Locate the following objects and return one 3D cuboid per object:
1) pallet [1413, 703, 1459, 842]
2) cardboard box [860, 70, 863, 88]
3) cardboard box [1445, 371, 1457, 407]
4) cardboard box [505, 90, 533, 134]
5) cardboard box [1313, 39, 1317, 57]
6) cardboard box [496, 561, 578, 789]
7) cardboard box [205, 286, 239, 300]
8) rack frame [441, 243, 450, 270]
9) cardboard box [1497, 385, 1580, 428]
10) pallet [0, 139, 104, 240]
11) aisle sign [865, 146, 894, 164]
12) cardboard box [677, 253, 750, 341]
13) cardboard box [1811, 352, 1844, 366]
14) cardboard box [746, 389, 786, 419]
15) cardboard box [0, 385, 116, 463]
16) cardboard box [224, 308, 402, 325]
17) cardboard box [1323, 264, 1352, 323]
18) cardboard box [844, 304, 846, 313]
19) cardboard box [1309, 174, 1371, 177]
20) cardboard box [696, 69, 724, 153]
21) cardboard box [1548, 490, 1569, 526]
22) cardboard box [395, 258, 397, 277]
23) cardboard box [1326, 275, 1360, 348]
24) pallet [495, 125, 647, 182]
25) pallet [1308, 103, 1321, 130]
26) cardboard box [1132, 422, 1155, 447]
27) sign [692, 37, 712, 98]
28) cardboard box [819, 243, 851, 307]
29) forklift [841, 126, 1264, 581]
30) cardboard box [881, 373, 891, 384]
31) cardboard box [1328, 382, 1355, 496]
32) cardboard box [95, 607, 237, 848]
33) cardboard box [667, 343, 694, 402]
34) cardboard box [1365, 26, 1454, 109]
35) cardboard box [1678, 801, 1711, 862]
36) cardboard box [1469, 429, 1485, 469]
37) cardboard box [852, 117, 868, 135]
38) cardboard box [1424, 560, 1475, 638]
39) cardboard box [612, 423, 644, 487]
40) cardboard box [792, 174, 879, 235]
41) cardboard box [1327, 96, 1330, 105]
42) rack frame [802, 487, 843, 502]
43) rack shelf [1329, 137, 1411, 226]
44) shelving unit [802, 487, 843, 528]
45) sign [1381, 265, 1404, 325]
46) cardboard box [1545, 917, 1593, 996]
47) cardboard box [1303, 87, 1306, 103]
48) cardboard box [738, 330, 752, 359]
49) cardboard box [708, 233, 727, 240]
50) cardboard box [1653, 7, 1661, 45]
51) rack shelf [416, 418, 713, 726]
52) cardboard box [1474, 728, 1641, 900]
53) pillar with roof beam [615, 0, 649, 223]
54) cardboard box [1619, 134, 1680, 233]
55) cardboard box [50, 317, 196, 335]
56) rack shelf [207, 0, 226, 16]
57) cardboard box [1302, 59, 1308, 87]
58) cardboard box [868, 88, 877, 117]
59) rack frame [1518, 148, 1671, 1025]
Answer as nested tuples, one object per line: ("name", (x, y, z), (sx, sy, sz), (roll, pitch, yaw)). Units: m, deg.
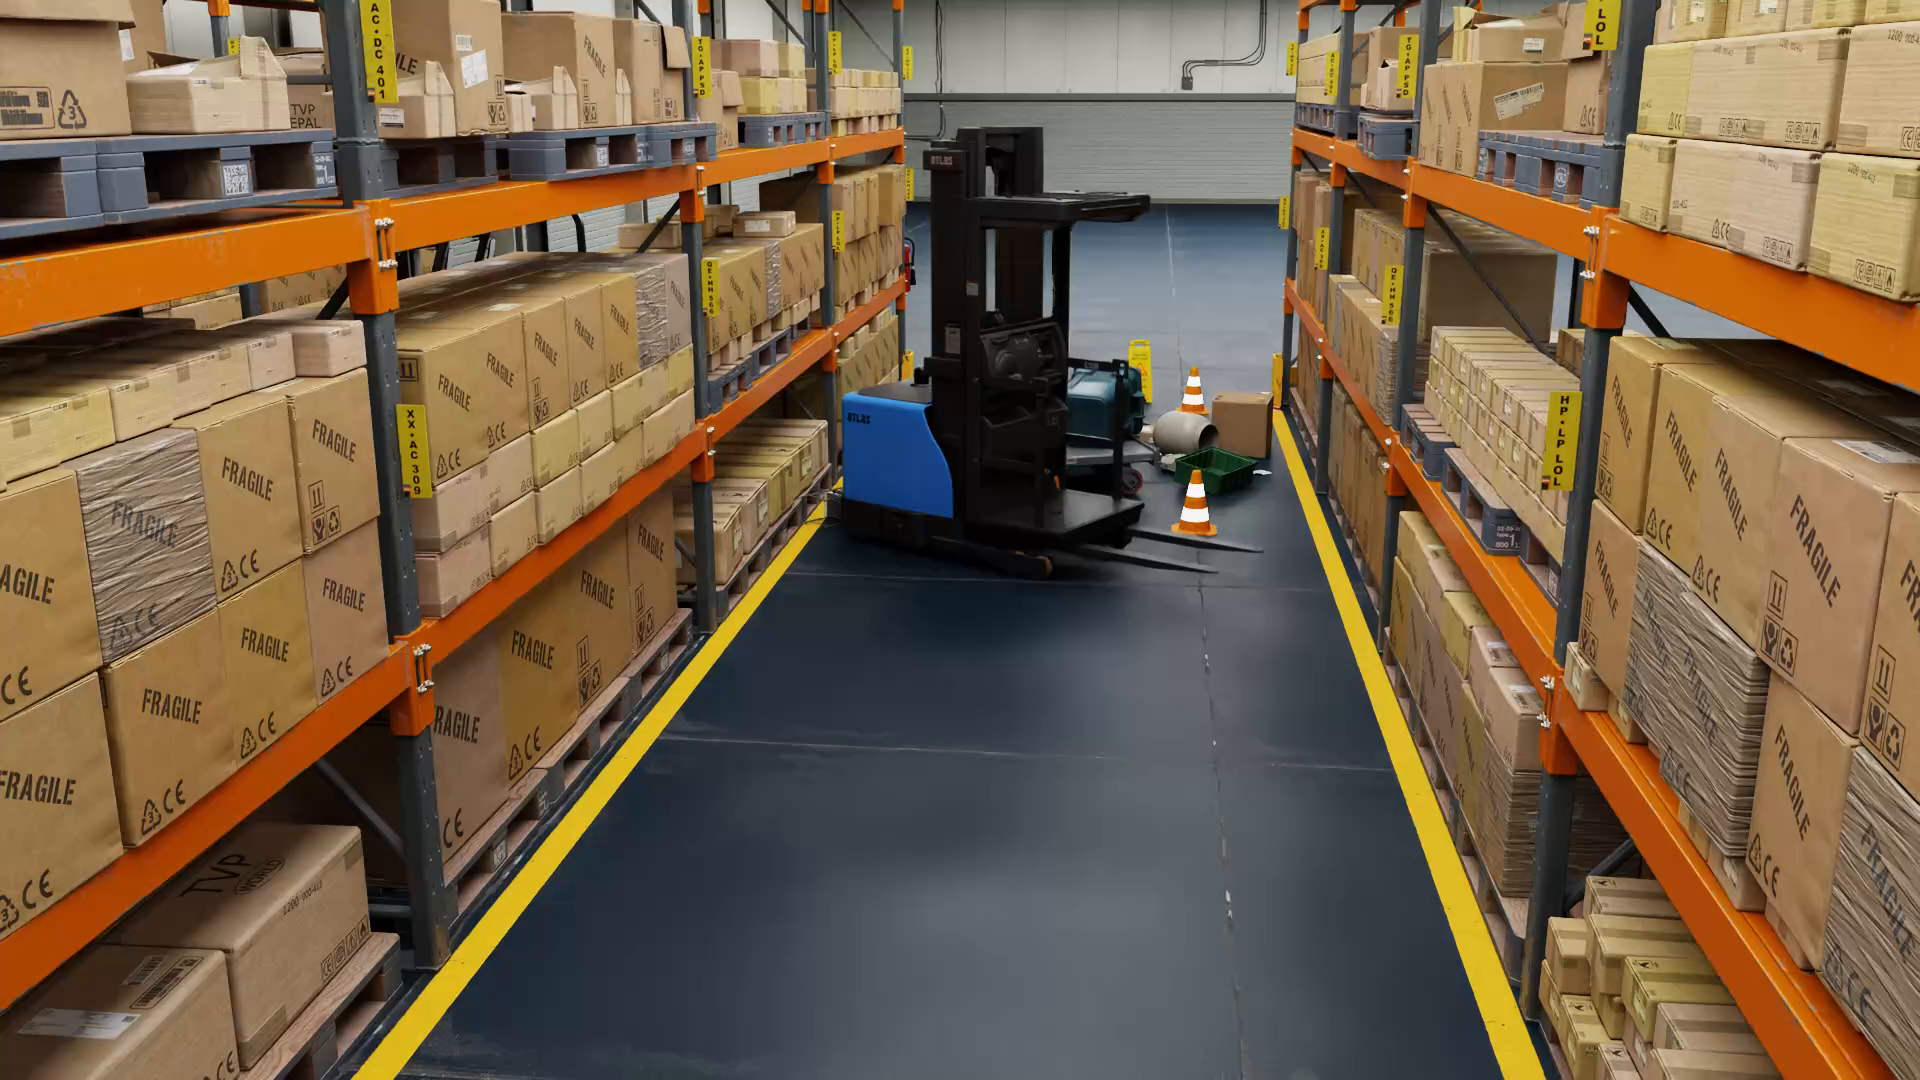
("pallet", (2.718, 1.082, 7.756), (1.003, 0.211, 1.213), (2, 15, 6))
("cardboard box", (-1.077, -4.129, 14.892), (0.380, 0.149, 0.250), (2, 15, 7))
("cardboard box", (2.639, -0.748, 8.289), (0.380, 0.149, 0.250), (1, 15, 5))
("cardboard box", (-1.943, -1.720, 6.674), (0.380, 0.166, 0.250), (1, 15, 2))
("cardboard box", (3.324, -4.347, 14.701), (0.380, 0.149, 0.250), (2, 15, 7))
("cardboard box", (-2.348, 0.561, 7.608), (0.875, 0.875, 0.875), (2, 15, 8))
("cardboard box", (-6.264, -2.119, 13.580), (0.500, 0.250, 0.500), (1, 15, 5))
("rack frame", (-6.012, -3.122, 17.961), (1.000, 3.000, 0.127), (2, 15, 6))
("cardboard box", (2.496, -0.561, 7.029), (0.380, 0.149, 0.250), (1, 15, 4))
("pallet", (-2.676, -0.742, 3.584), (1.003, 0.211, 1.213), (2, 15, 6))
("aisle sign", (-0.784, -4.239, 17.113), (0.394, 0.787, 0.004), (2, 15, 6))
("cardboard box", (-1.649, -1.542, 10.551), (0.500, 0.500, 0.500), (2, 15, 9))
("cardboard box", (2.712, -0.290, 4.809), (0.500, 0.500, 0.500), (1, 15, 4))
("cardboard box", (-1.730, -1.338, 14.391), (0.500, 0.500, 0.500), (1, 15, 5))
("cardboard box", (-2.359, -0.290, 4.137), (0.380, 0.149, 0.250), (1, 15, 5))
("cardboard box", (-2.581, -0.653, 6.724), (0.500, 0.500, 0.500), (2, 15, 7))
("cardboard box", (3.429, -1.988, 13.481), (0.875, 0.550, 0.550), (2, 15, 6))
("cardboard box", (-1.200, -2.027, 14.394), (0.380, 0.149, 0.250), (2, 15, 6))
("cardboard box", (3.800, -3.210, 15.932), (0.875, 0.550, 0.550), (2, 15, 6))
("cardboard box", (-1.865, -2.644, 10.254), (0.700, 0.500, 0.500), (2, 15, 6))
("cardboard box", (2.374, -0.147, 6.067), (0.380, 0.149, 0.250), (2, 15, 7))
("cardboard box", (-5.931, -2.768, 16.460), (0.500, 0.500, 0.500), (1, 15, 5))
("cardboard box", (3.073, -1.740, 12.657), (0.500, 0.500, 0.500), (2, 15, 7))
("pallet", (-2.125, -1.800, 7.688), (1.003, 0.211, 1.213), (2, 15, 9))
("pallet", (3.642, -3.752, 14.716), (1.003, 0.211, 1.213), (2, 15, 6))
("cardboard box", (1.763, -1.000, 15.352), (0.396, 0.266, 0.258), (4, 16, 16))
("sign", (-1.431, -2.619, 9.213), (0.100, 0.325, 0.005), (2, 15, 6))
("cardboard box", (-1.204, -2.237, 13.927), (0.500, 0.500, 0.500), (2, 15, 6))
("forklift", (0.612, -1.299, 11.352), (3.031, 2.935, 1.130), (11, 19, 35))
("cardboard box", (-0.969, -1.500, 16.428), (0.500, 0.250, 0.500), (2, 15, 6))
("cardboard box", (3.419, -0.773, 12.779), (1.050, 0.750, 0.750), (2, 15, 6))
("cardboard box", (-2.326, 0.480, 4.451), (0.500, 0.500, 0.500), (1, 15, 5))
("cardboard box", (-1.784, -0.938, 9.213), (0.500, 0.250, 0.500), (2, 15, 6))
("cardboard box", (2.866, -2.989, 10.534), (0.500, 0.500, 0.500), (2, 15, 6))
("cardboard box", (2.076, 0.714, 4.257), (0.380, 0.149, 0.250), (2, 15, 7))
("cardboard box", (2.549, -0.410, 7.608), (0.380, 0.149, 0.250), (2, 15, 7))
("cardboard box", (-1.019, -3.671, 14.728), (0.380, 0.149, 0.250), (1, 15, 5))
("cardboard box", (2.504, 0.291, 7.888), (0.500, 0.250, 0.500), (2, 15, 7))
("cardboard box", (-1.896, -0.428, 8.284), (0.500, 0.250, 0.500), (2, 15, 6))
("cardboard box", (-1.102, -2.983, 14.770), (0.700, 0.500, 0.500), (1, 15, 5))
("cardboard box", (3.151, -3.567, 13.345), (0.380, 0.149, 0.250), (2, 15, 7))
("rack frame", (-0.809, -0.390, 12.782), (0.240, 0.006, 0.900), (13, 19, 39))
("rack shelf", (3.174, -2.402, 10.929), (1.077, 0.370, 4.000), (2, 15, 6))
("shelving unit", (-0.810, -0.291, 12.807), (0.258, 0.210, 0.900), (13, 19, 39))
("sign", (2.396, -1.357, 9.215), (0.100, 0.325, 0.005), (2, 15, 6))
("cardboard box", (2.138, 1.370, 5.438), (0.380, 0.149, 0.250), (2, 15, 9))
("cardboard box", (3.408, -4.159, 15.534), (0.380, 0.149, 0.250), (2, 15, 7))
("cardboard box", (-1.567, -1.275, 10.807), (0.380, 0.149, 0.250), (2, 15, 7))
("cardboard box", (-1.994, -1.963, 12.109), (0.500, 0.500, 0.500), (2, 15, 6))
("cardboard box", (2.649, -1.539, 5.364), (0.700, 0.500, 0.500), (2, 15, 6))
("rack shelf", (-2.207, -0.036, 7.927), (1.077, 0.370, 4.000), (2, 15, 6))
("cardboard box", (2.330, 1.060, 6.481), (0.500, 0.500, 0.500), (1, 15, 5))
("pillar with roof beam", (-1.354, -8.849, 27.650), (9.100, 9.000, 0.400), (2, 15, 6))
("cardboard box", (2.182, -1.008, 4.685), (0.500, 0.250, 0.500), (2, 15, 9))
("cardboard box", (-2.727, -0.634, 5.412), (0.380, 0.149, 0.250), (1, 15, 5))
("rack shelf", (-6.689, -3.922, 11.569), (1.077, 0.370, 4.000), (2, 15, 6))
("cardboard box", (3.485, -4.378, 15.581), (0.500, 0.250, 0.500), (2, 15, 6))
("cardboard box", (-1.036, -3.959, 15.028), (0.500, 0.250, 0.500), (2, 15, 7))
("rack frame", (2.497, 0.255, 5.472), (1.000, 3.000, 0.127), (2, 15, 6))
